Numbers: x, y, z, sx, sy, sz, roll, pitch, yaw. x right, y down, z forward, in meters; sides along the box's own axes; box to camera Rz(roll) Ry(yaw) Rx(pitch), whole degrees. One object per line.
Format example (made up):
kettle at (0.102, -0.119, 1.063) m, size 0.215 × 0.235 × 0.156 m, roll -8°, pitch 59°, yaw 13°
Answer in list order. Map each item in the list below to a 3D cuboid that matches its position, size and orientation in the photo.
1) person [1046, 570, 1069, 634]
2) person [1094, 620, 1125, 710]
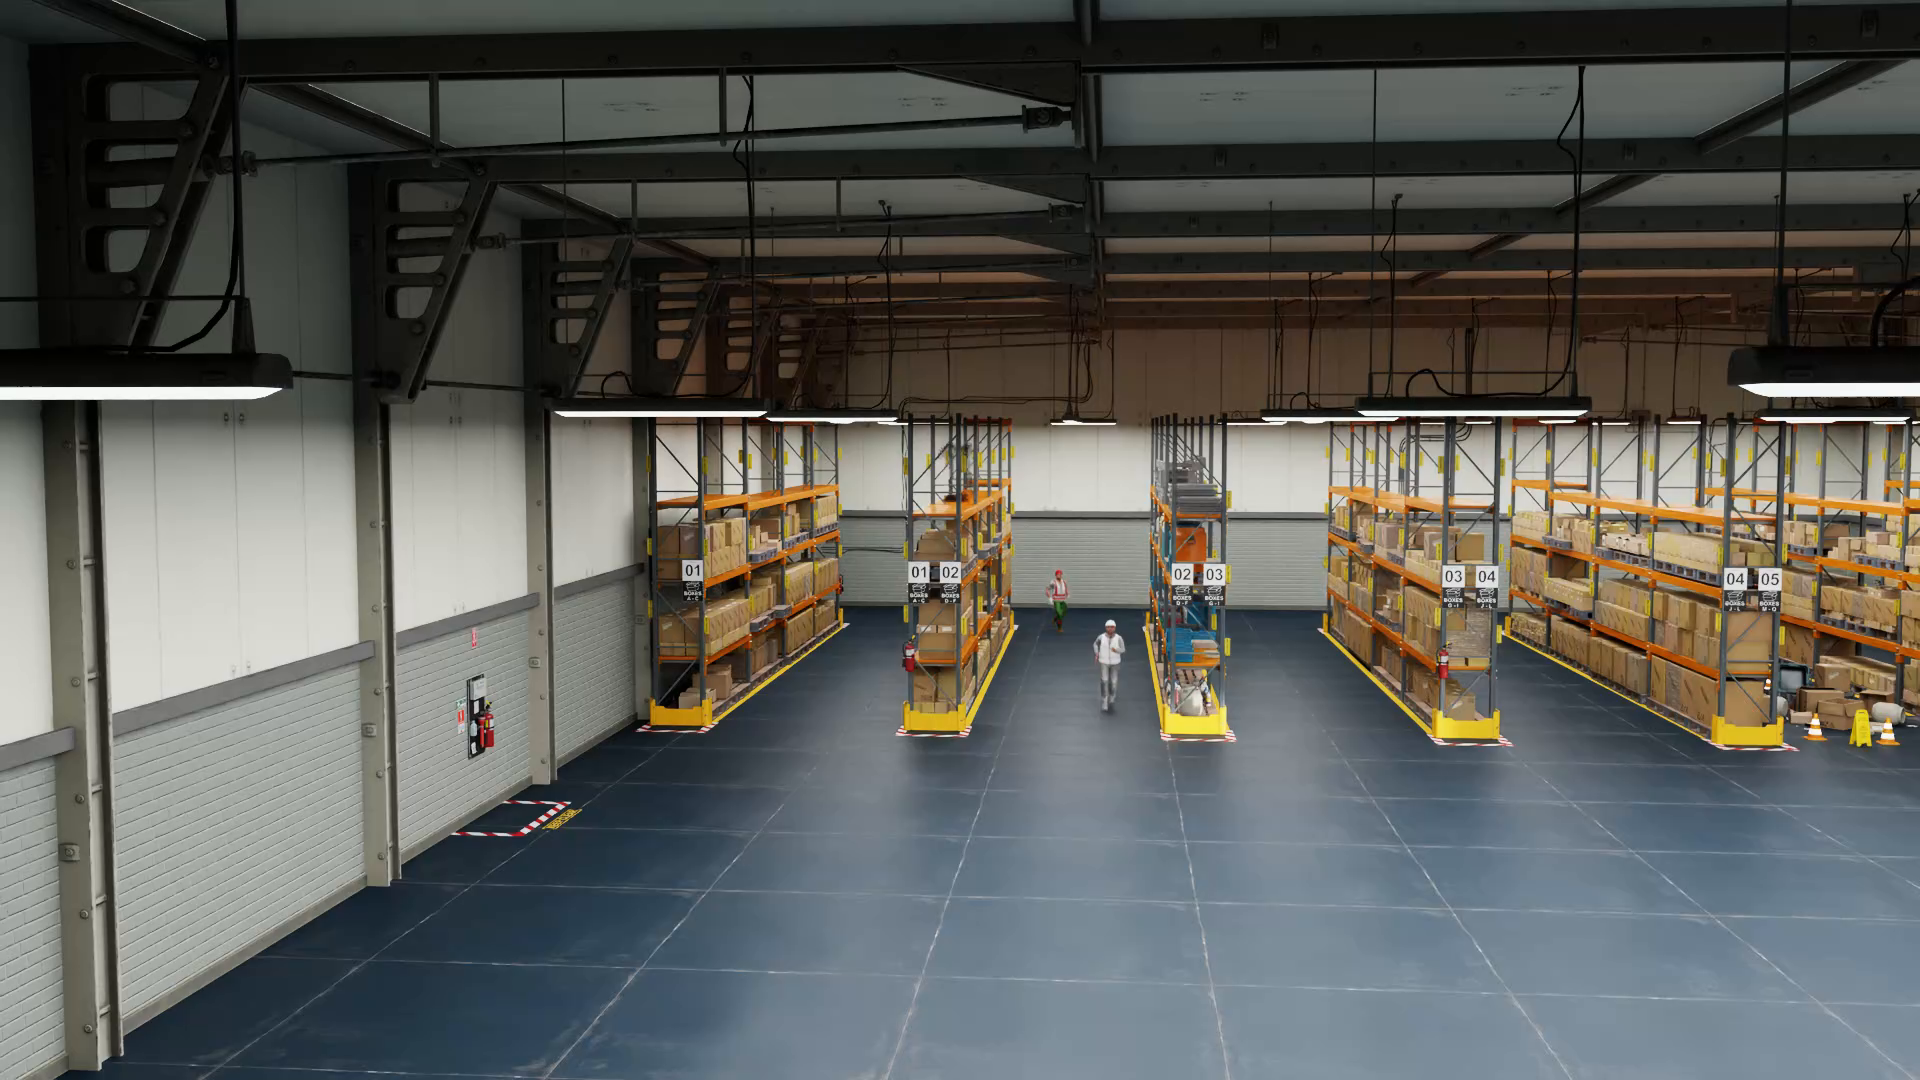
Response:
person at (2.759, 1.718, 46.674) m, size 0.697 × 1.761 × 0.687 m, roll -2°, pitch 4°, yaw -27°
person at (3.063, 2.550, 34.041) m, size 0.626 × 1.836 × 0.769 m, roll 0°, pitch 4°, yaw 1°
